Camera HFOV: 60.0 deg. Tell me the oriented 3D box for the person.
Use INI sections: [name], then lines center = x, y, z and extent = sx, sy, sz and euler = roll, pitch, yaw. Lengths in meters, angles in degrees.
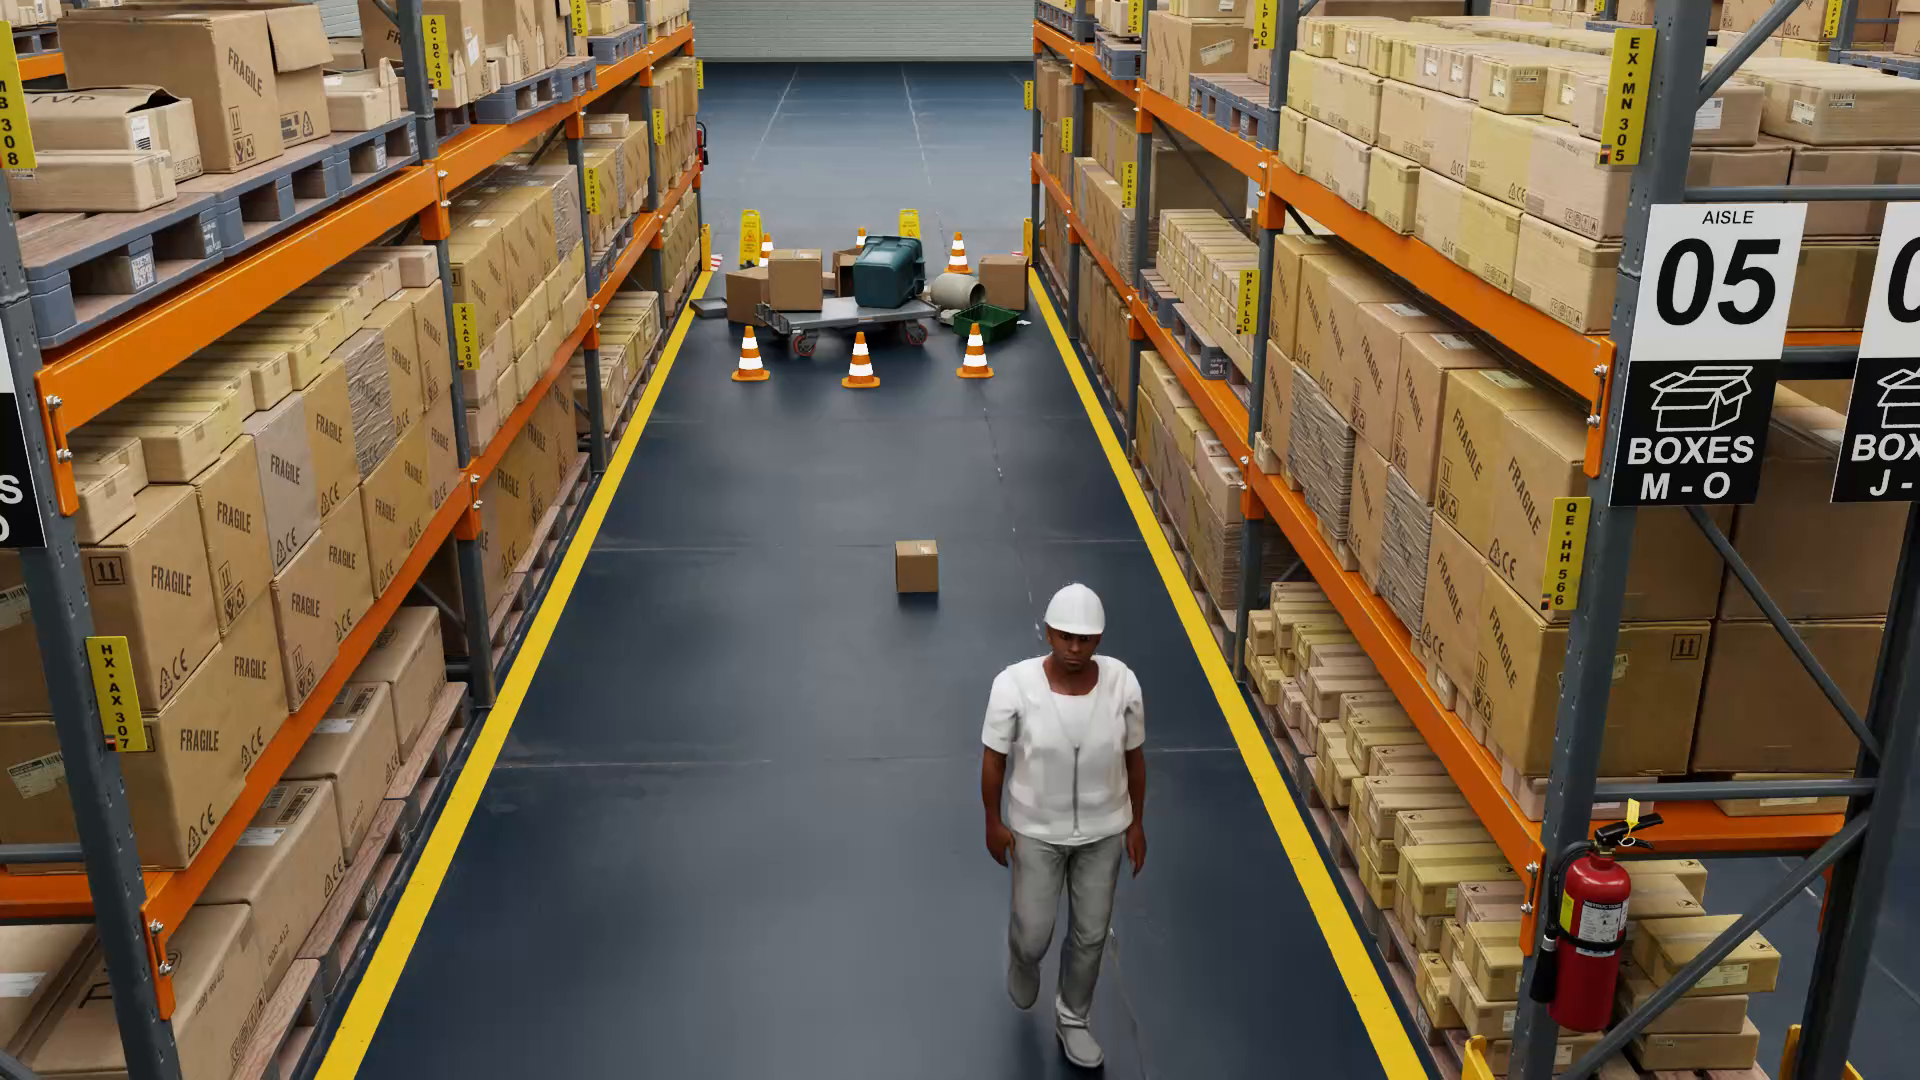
[person]
center = 0.364, 0.982, 5.819
extent = 0.579, 1.757, 0.552
euler = -2, 20, -6
